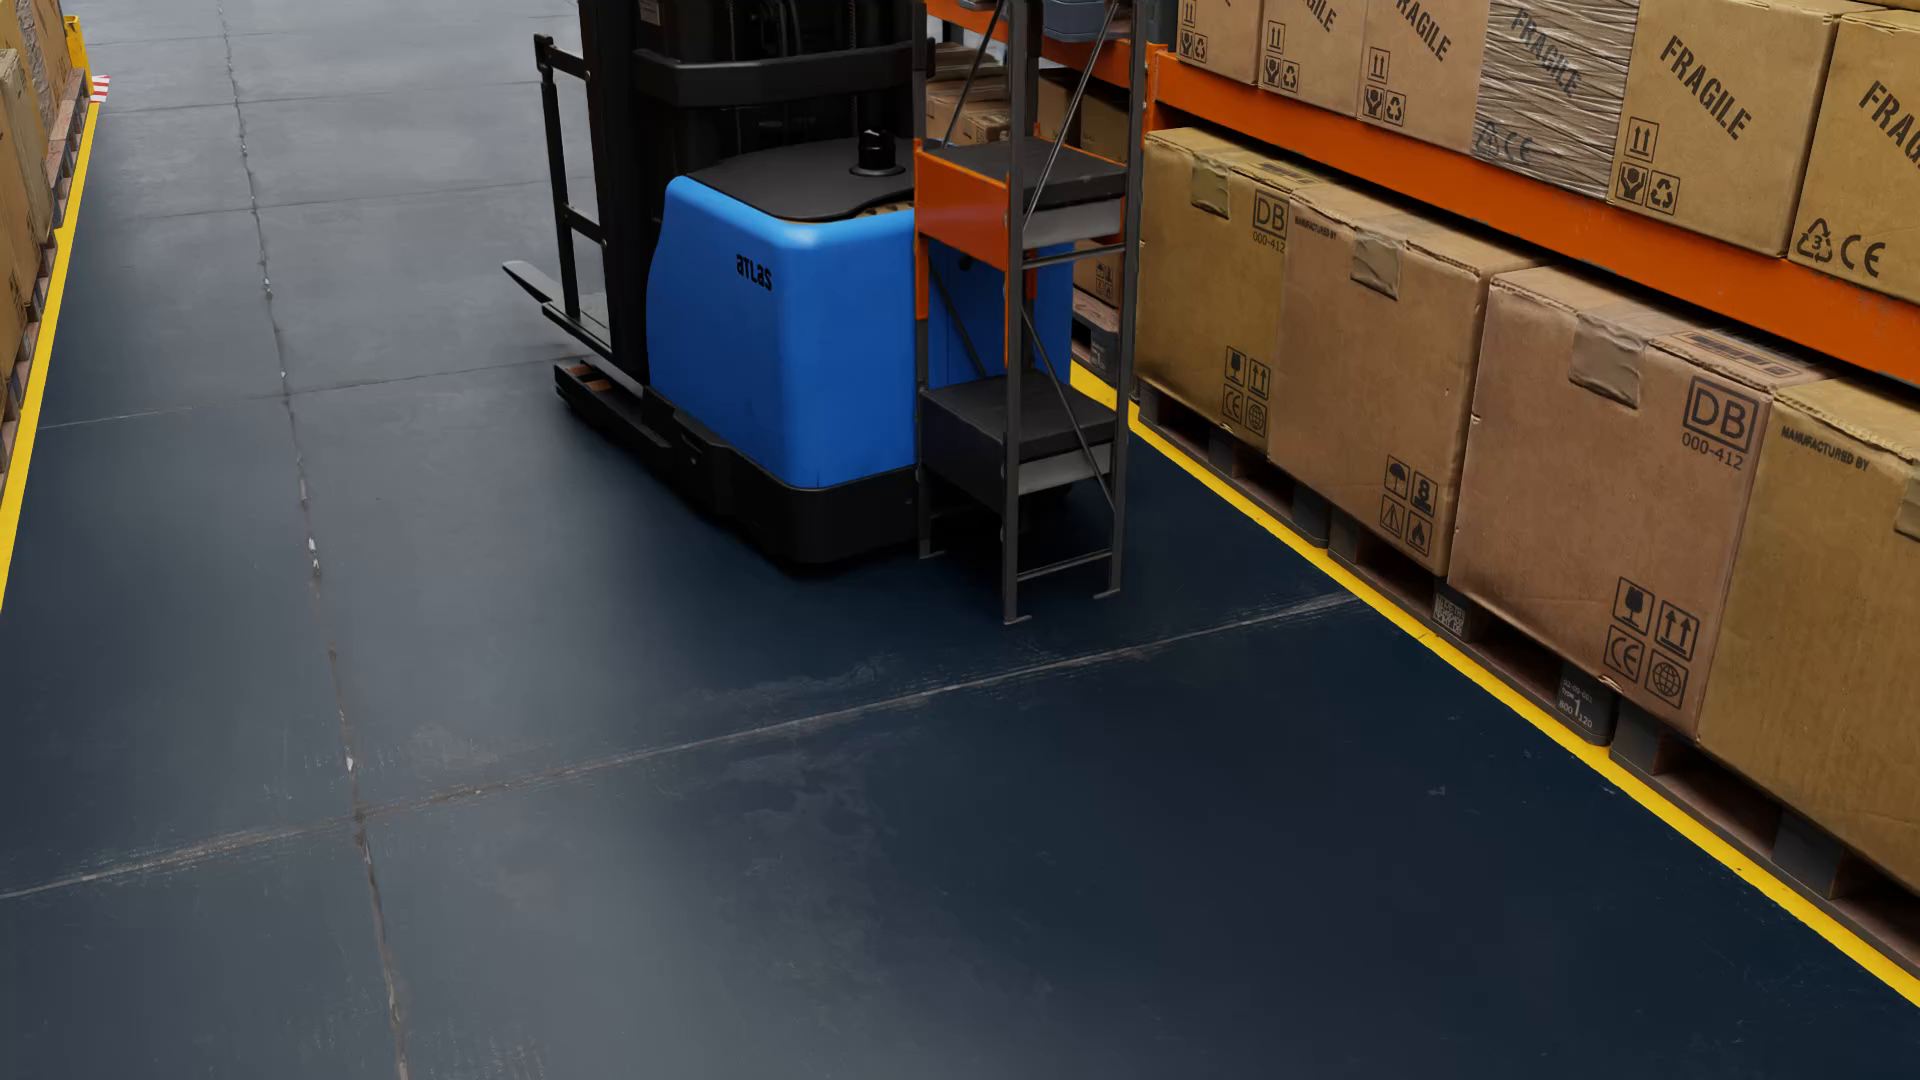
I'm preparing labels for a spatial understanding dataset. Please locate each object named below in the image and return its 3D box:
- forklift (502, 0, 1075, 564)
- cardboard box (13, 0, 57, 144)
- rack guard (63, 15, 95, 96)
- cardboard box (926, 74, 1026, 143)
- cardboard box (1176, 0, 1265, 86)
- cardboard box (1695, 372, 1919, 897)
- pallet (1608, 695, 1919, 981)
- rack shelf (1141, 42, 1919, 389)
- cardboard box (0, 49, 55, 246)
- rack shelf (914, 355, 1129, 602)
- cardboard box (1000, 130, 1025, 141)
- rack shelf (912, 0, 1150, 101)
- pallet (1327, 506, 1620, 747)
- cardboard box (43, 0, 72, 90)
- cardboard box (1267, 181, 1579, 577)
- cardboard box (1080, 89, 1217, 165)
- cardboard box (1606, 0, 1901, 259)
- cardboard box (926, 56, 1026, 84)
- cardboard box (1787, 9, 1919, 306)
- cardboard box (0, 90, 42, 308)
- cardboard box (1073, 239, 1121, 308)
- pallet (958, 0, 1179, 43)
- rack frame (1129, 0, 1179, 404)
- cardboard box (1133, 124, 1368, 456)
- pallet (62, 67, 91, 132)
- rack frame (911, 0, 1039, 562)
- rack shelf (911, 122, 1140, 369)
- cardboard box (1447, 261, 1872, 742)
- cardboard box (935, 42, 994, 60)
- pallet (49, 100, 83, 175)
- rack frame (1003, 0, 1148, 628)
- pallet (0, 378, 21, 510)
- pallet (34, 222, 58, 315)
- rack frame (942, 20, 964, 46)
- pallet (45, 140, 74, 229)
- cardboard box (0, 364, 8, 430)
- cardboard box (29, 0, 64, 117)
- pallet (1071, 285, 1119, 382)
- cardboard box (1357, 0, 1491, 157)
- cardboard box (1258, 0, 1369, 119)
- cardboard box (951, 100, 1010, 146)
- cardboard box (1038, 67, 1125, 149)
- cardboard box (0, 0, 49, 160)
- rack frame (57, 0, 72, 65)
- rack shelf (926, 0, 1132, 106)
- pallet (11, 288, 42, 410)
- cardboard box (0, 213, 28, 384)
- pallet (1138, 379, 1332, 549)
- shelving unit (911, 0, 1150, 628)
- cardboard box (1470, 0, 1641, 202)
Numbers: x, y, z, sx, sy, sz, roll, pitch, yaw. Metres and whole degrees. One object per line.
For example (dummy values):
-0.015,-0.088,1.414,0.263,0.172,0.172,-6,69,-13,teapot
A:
-0.866,-1.844,5.685,1.130,2.935,3.031,-16,30,-30,forklift
-5.602,-2.641,9.183,0.875,0.875,0.875,-10,28,-20,cardboard box
-6.640,-3.279,11.396,1.175,0.500,0.348,-11,28,-21,rack guard
0.149,-1.990,8.255,0.700,0.500,0.500,-13,29,-25,cardboard box
1.046,-1.776,5.355,0.500,0.500,0.500,-10,28,-19,cardboard box
2.403,0.152,3.464,1.225,0.875,0.875,-10,28,-20,cardboard box
2.301,0.595,3.791,1.003,0.211,1.213,-11,28,-21,pallet
1.889,-0.844,4.379,1.077,0.370,4.000,-11,28,-21,rack shelf
-4.738,-1.720,7.440,1.050,0.750,0.750,-11,28,-21,cardboard box
0.173,-0.192,4.877,0.431,0.518,0.480,-15,30,-28,rack shelf
0.596,-1.538,7.328,0.700,0.500,0.500,-13,29,-25,cardboard box
0.173,-1.450,4.263,0.431,0.518,0.480,-15,30,-28,rack shelf
1.819,0.102,4.801,1.003,0.211,1.213,-11,28,-21,pallet
-6.304,-3.364,10.664,0.875,0.875,0.875,-10,28,-20,cardboard box
1.699,-0.565,4.931,1.225,0.875,0.875,-10,28,-20,cardboard box
0.816,-1.651,6.706,0.500,0.250,0.500,-9,28,-19,cardboard box
1.840,-0.957,3.677,0.500,0.500,0.500,-11,28,-21,cardboard box
-0.070,-2.216,8.718,0.700,0.500,0.500,-11,28,-21,cardboard box
2.051,-0.747,3.248,0.500,0.500,0.500,-10,28,-19,cardboard box
-4.364,-1.330,6.641,1.050,0.750,0.750,-11,28,-21,cardboard box
0.825,-1.316,6.874,0.700,0.500,0.500,-12,29,-23,cardboard box
0.729,-2.158,6.469,1.213,0.211,1.003,-11,28,-21,pallet
1.106,-1.974,5.875,1.000,3.000,0.127,-11,28,-21,rack frame
1.357,-0.926,5.671,1.225,0.875,0.875,-12,28,-23,cardboard box
-6.245,-2.830,10.806,1.003,0.211,1.213,-11,28,-21,pallet
0.046,-0.925,4.752,0.400,2.100,0.015,-15,30,-28,rack frame
0.173,-0.821,4.570,0.431,0.518,0.480,-15,30,-28,rack shelf
2.053,-0.209,4.202,1.225,0.875,0.875,-12,28,-22,cardboard box
-0.240,-2.412,9.119,0.700,0.500,0.500,-13,29,-25,cardboard box
-5.771,-2.338,9.799,1.003,0.211,1.213,-11,28,-21,pallet
0.299,-0.742,4.376,0.400,2.100,0.015,-15,30,-28,rack frame
-3.737,-0.241,5.503,1.003,0.211,1.213,-11,28,-21,pallet
-4.692,-1.226,7.521,1.003,0.211,1.213,-11,28,-21,pallet
-0.460,-3.589,9.182,1.000,3.000,0.127,-11,28,-21,rack frame
-5.290,-1.845,8.788,1.003,0.211,1.213,-11,28,-21,pallet
-3.653,-0.602,5.150,1.050,0.750,0.750,-11,28,-21,cardboard box
-5.957,-3.009,9.938,0.875,0.875,0.875,-11,28,-21,cardboard box
0.801,-1.037,7.133,1.003,0.211,1.213,-11,28,-21,pallet
1.454,-1.362,4.507,0.500,0.500,0.500,-11,28,-22,cardboard box
1.250,-1.569,4.930,0.500,0.500,0.500,-11,28,-22,cardboard box
0.368,-1.765,7.794,0.700,0.500,0.500,-8,27,-16,cardboard box
0.599,-1.863,7.141,0.500,0.250,0.500,-7,27,-15,cardboard box
-5.246,-2.278,8.439,0.875,0.875,0.875,-10,28,-20,cardboard box
-6.630,-4.393,10.828,1.000,3.000,0.127,-11,28,-21,rack frame
0.323,-2.458,7.686,1.077,0.370,4.000,-11,28,-21,rack shelf
-4.211,-0.733,6.510,1.003,0.211,1.213,-11,28,-21,pallet
-3.999,-0.954,5.871,1.050,0.750,0.750,-10,28,-20,cardboard box
1.345,-0.390,5.808,1.003,0.211,1.213,-11,28,-21,pallet
0.173,-0.834,4.564,0.431,2.100,0.503,-15,30,-28,shelving unit
1.648,-1.160,4.093,0.500,0.500,0.500,-10,28,-20,cardboard box
